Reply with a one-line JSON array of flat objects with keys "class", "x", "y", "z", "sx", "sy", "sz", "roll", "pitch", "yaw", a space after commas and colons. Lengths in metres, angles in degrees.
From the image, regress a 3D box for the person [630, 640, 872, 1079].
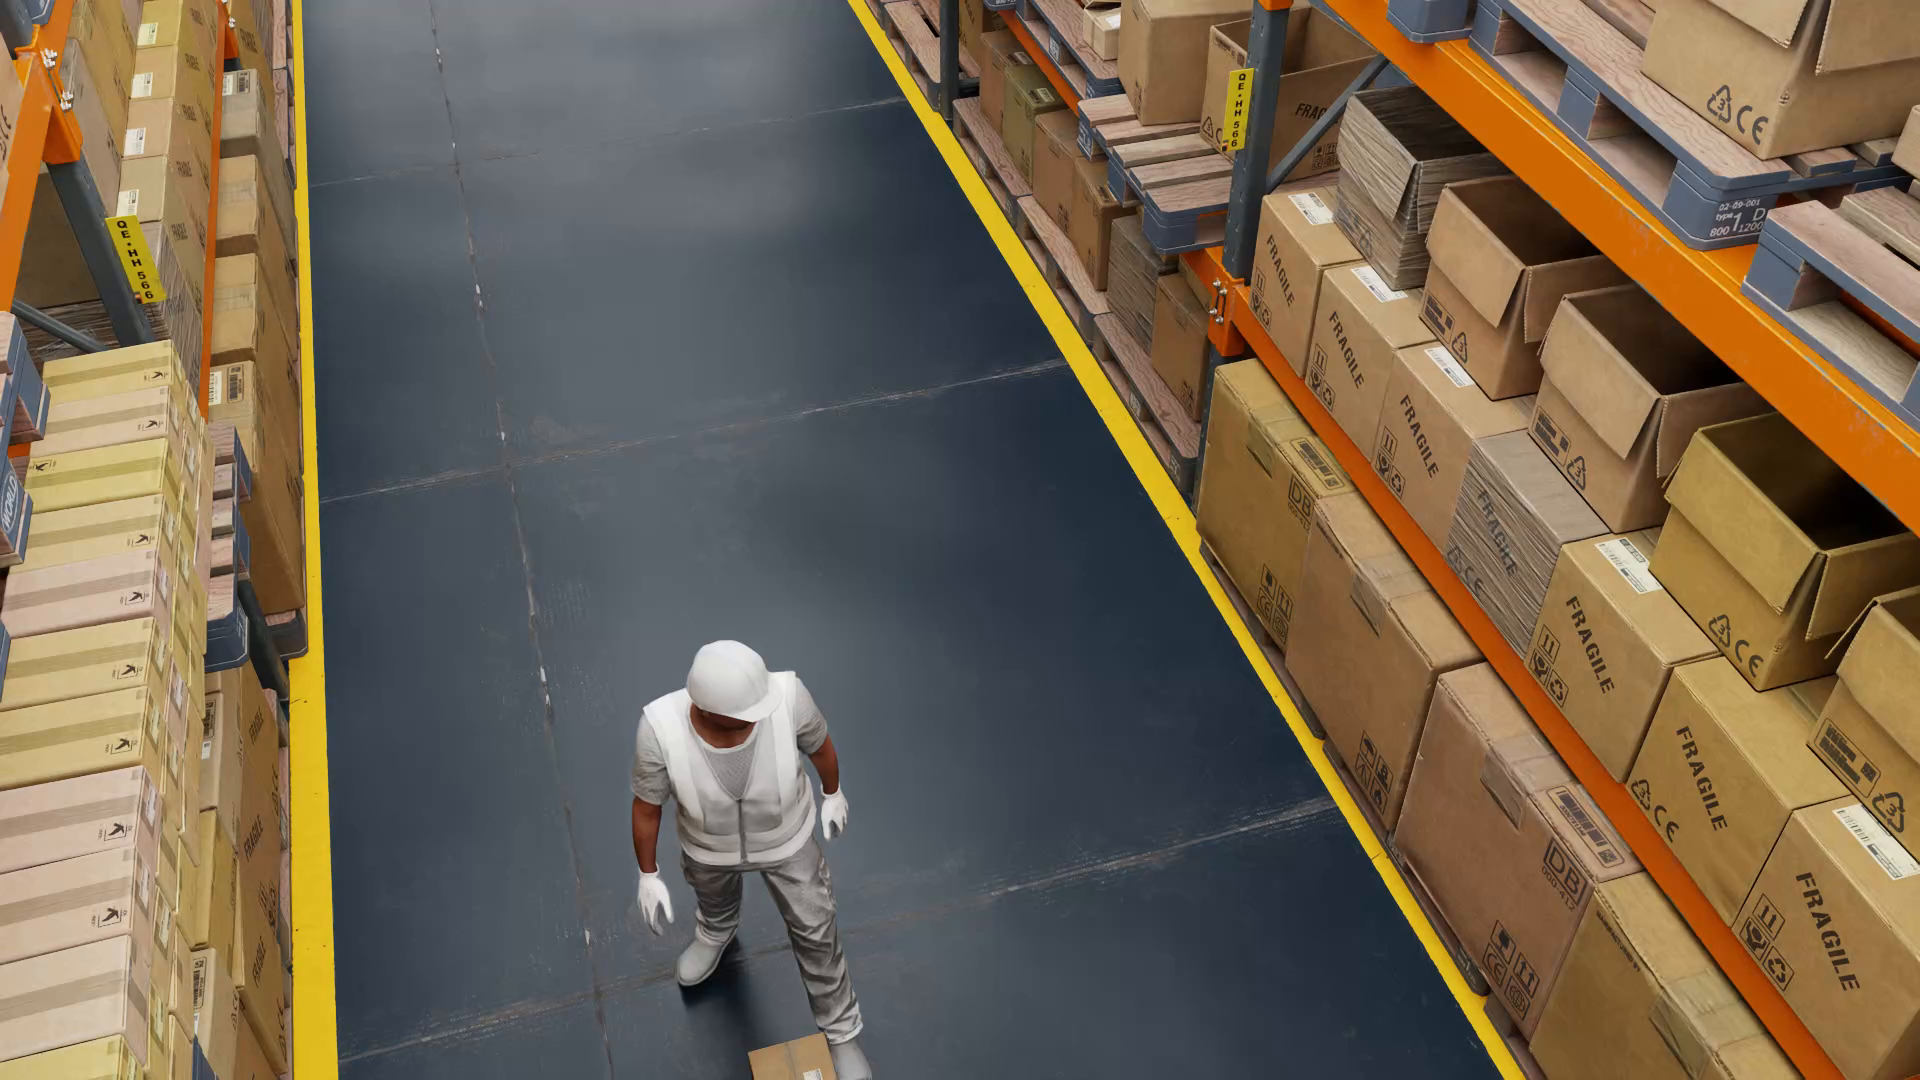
[{"class": "person", "x": -0.647, "y": 0.948, "z": 5.072, "sx": 0.672, "sy": 1.753, "sz": 0.759, "roll": -3, "pitch": 42, "yaw": -3}]
